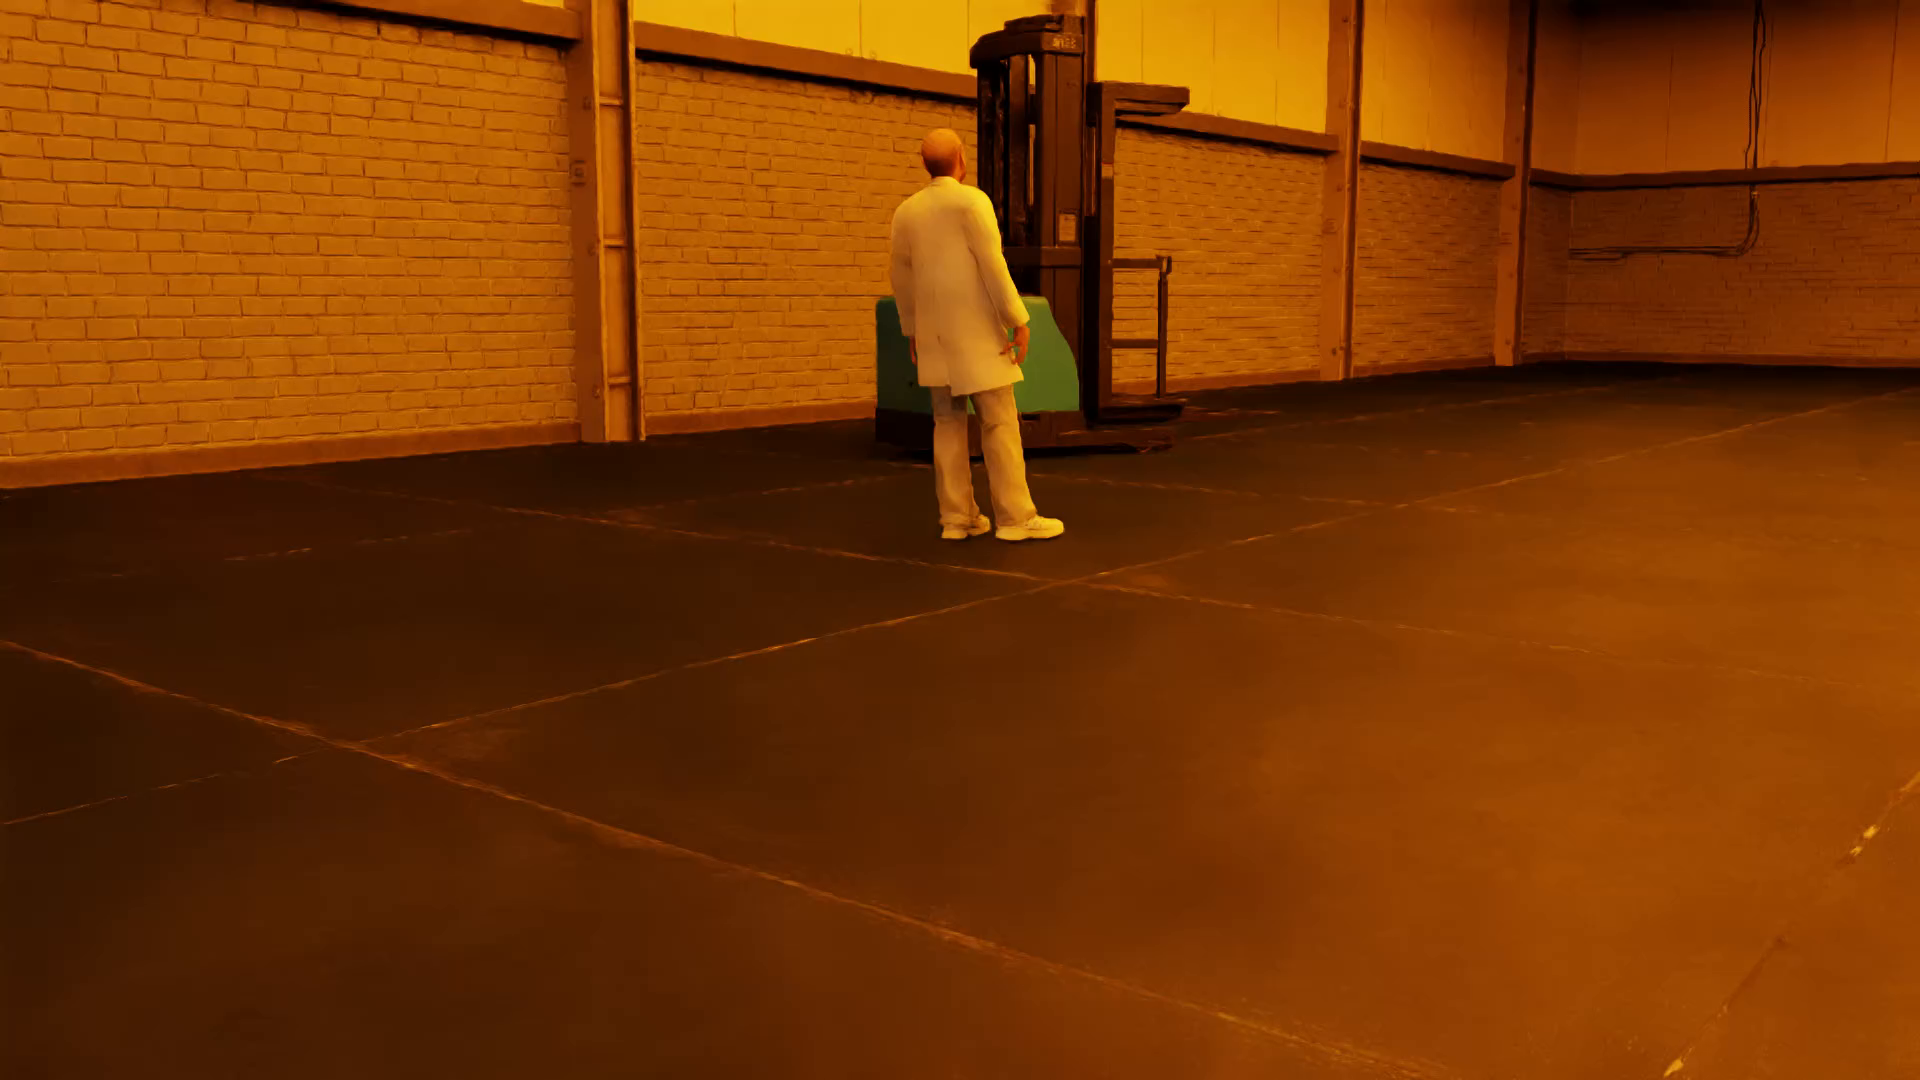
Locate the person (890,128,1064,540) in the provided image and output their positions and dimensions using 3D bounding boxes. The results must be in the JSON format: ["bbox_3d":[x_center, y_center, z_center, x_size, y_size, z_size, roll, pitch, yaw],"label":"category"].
[{"bbox_3d":[0.061,-0.897,7.342,0.694,1.776,0.579,7,11,38],"label":"person"}]

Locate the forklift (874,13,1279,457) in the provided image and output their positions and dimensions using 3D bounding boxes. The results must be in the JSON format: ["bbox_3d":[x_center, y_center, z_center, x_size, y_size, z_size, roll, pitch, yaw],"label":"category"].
[{"bbox_3d":[0.932,-2.126,11.808,3.031,2.935,1.130,-5,10,-31],"label":"forklift"}]
